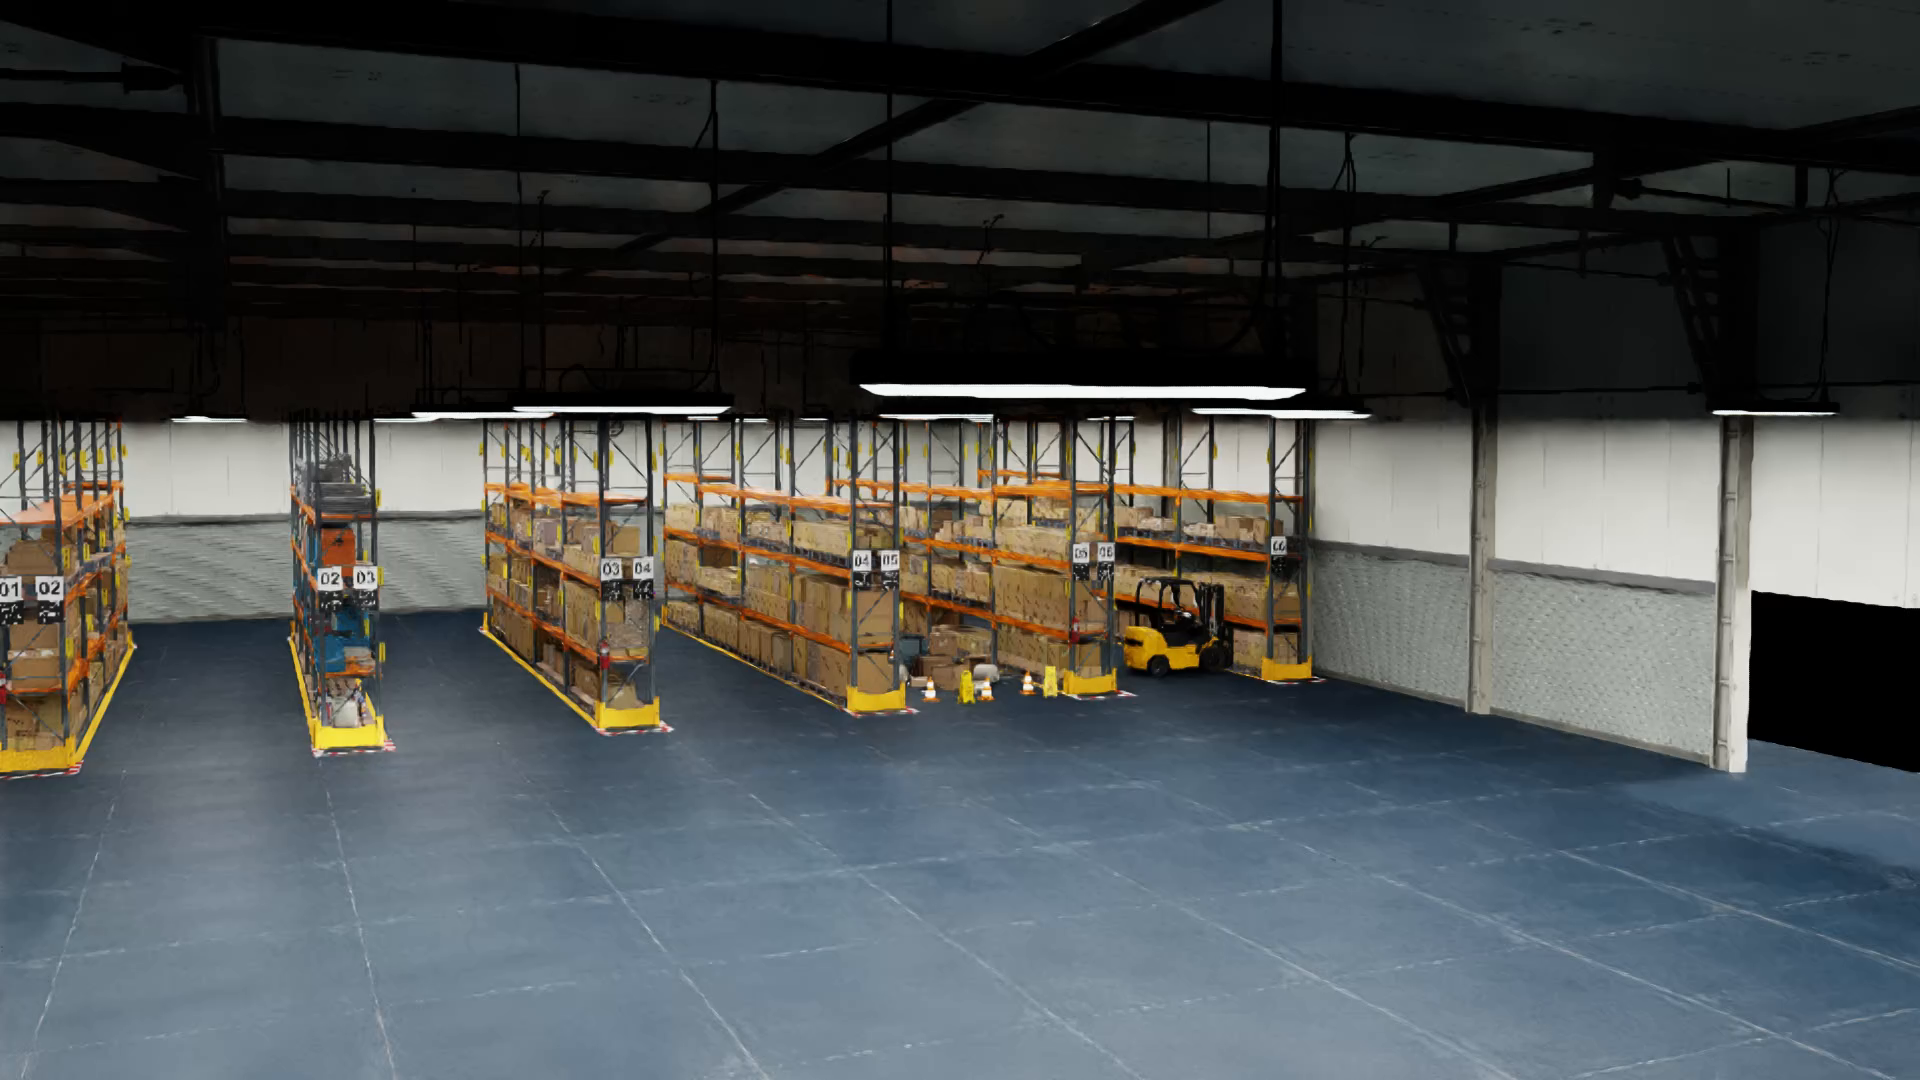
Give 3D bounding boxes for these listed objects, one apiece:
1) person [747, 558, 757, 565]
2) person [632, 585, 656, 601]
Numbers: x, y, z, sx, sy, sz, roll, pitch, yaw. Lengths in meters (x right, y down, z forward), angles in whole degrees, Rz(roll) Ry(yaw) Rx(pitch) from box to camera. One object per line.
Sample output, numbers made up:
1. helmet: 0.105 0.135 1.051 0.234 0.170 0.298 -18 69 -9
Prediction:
1. person: -6.072 1.417 48.832 0.508 1.769 0.706 -2 4 -21
2. person: -8.520 1.752 44.549 0.734 1.686 0.882 -2 4 -27
